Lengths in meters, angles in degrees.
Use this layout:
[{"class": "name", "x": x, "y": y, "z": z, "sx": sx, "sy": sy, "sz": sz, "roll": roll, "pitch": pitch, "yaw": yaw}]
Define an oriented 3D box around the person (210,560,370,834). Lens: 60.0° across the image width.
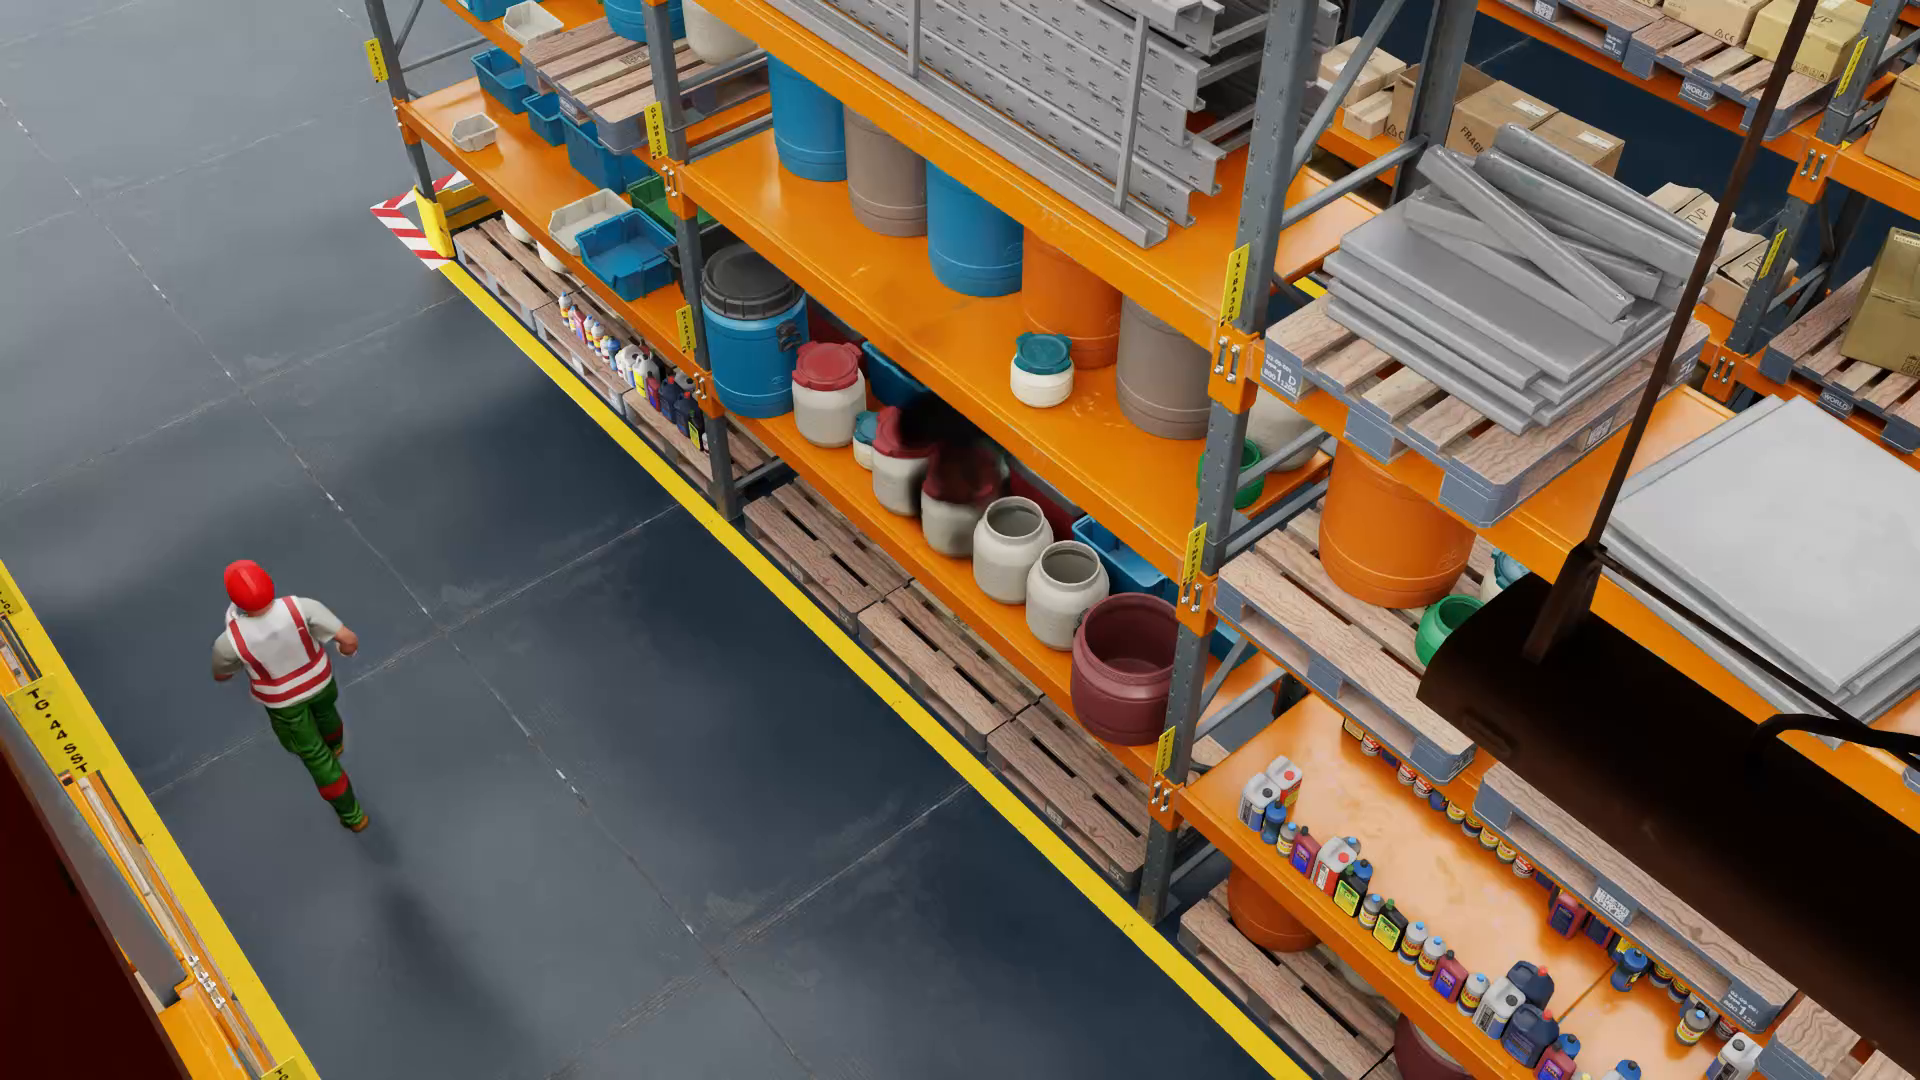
[{"class": "person", "x": -3.444, "y": 0.744, "z": 8.604, "sx": 0.660, "sy": 1.812, "sz": 0.902, "roll": -33, "pitch": 55, "yaw": -27}]
